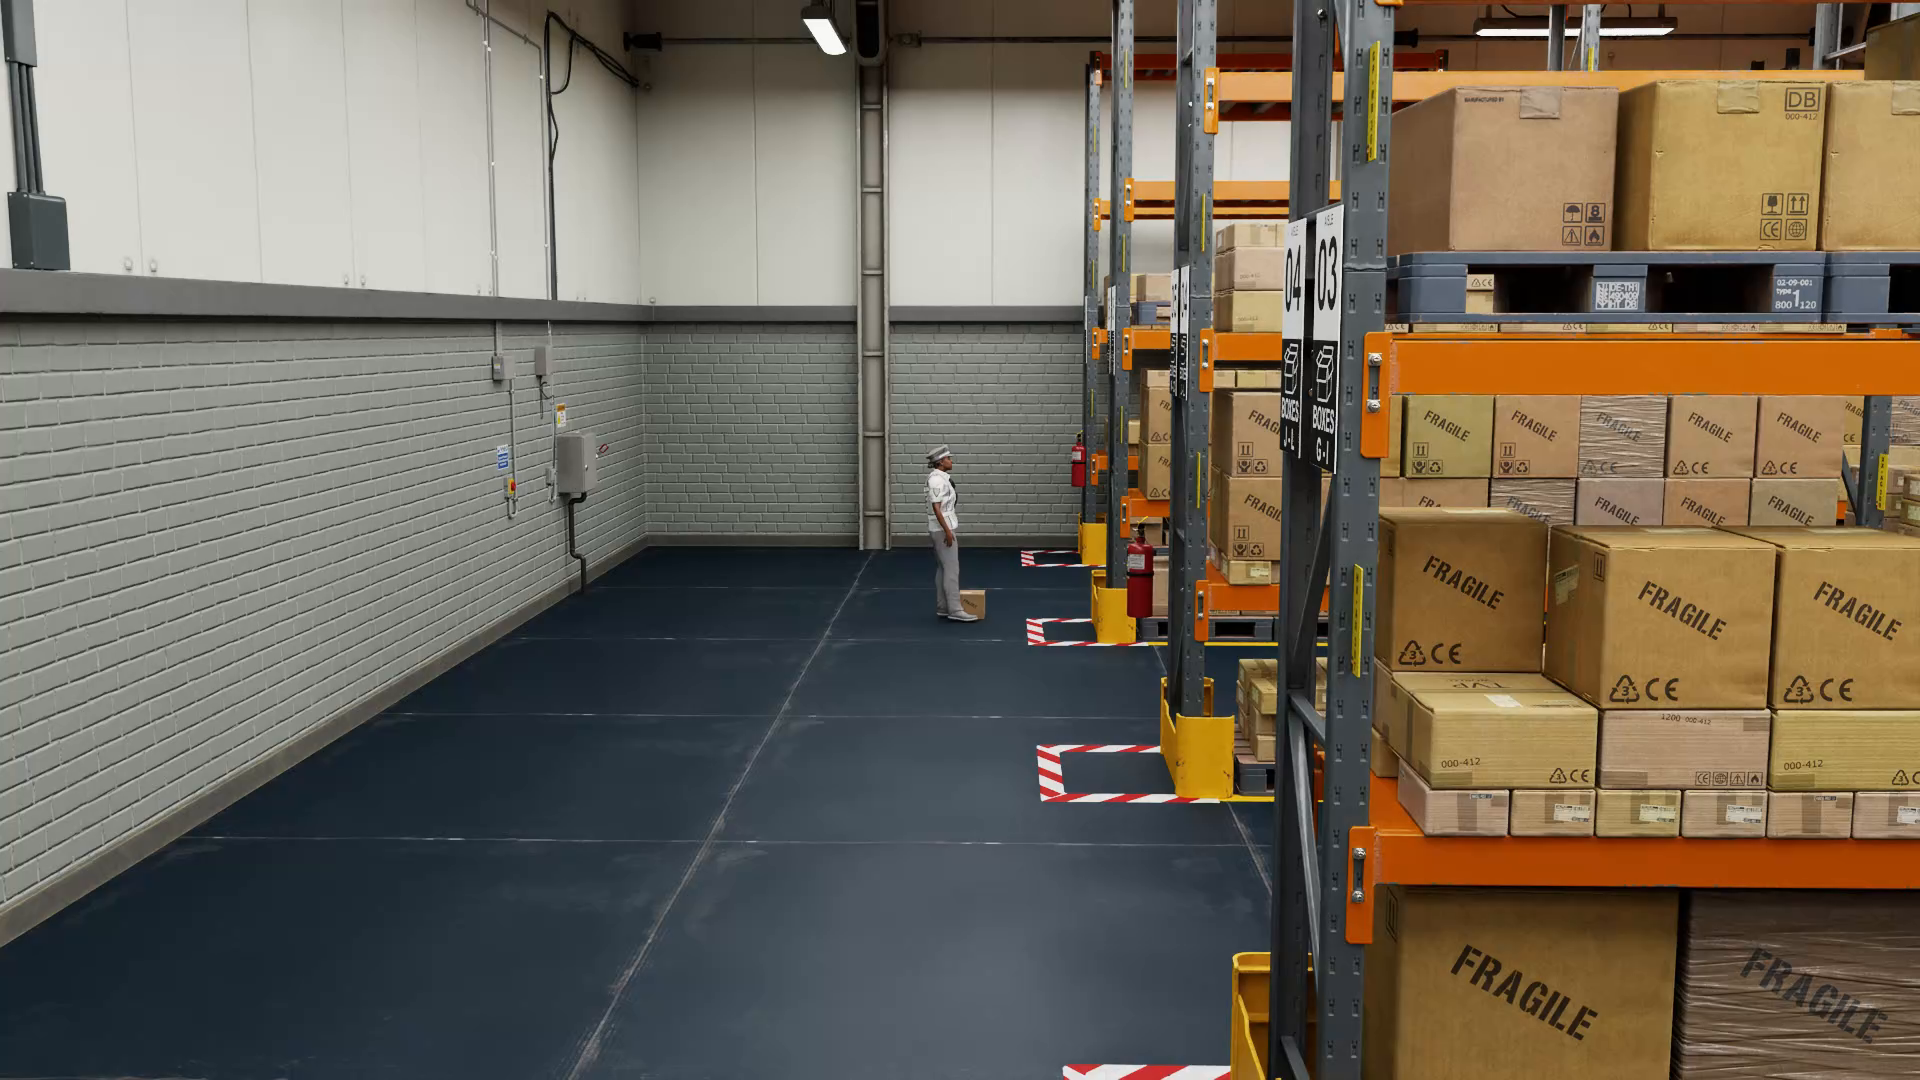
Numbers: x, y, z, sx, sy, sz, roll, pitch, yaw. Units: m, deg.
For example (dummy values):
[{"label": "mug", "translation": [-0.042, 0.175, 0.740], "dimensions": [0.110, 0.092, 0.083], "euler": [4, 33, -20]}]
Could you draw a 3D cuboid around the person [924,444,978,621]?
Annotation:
[{"label": "person", "translation": [-0.087, -0.084, 16.233], "dimensions": [0.528, 1.694, 0.569], "euler": [0, 7, 1]}]
